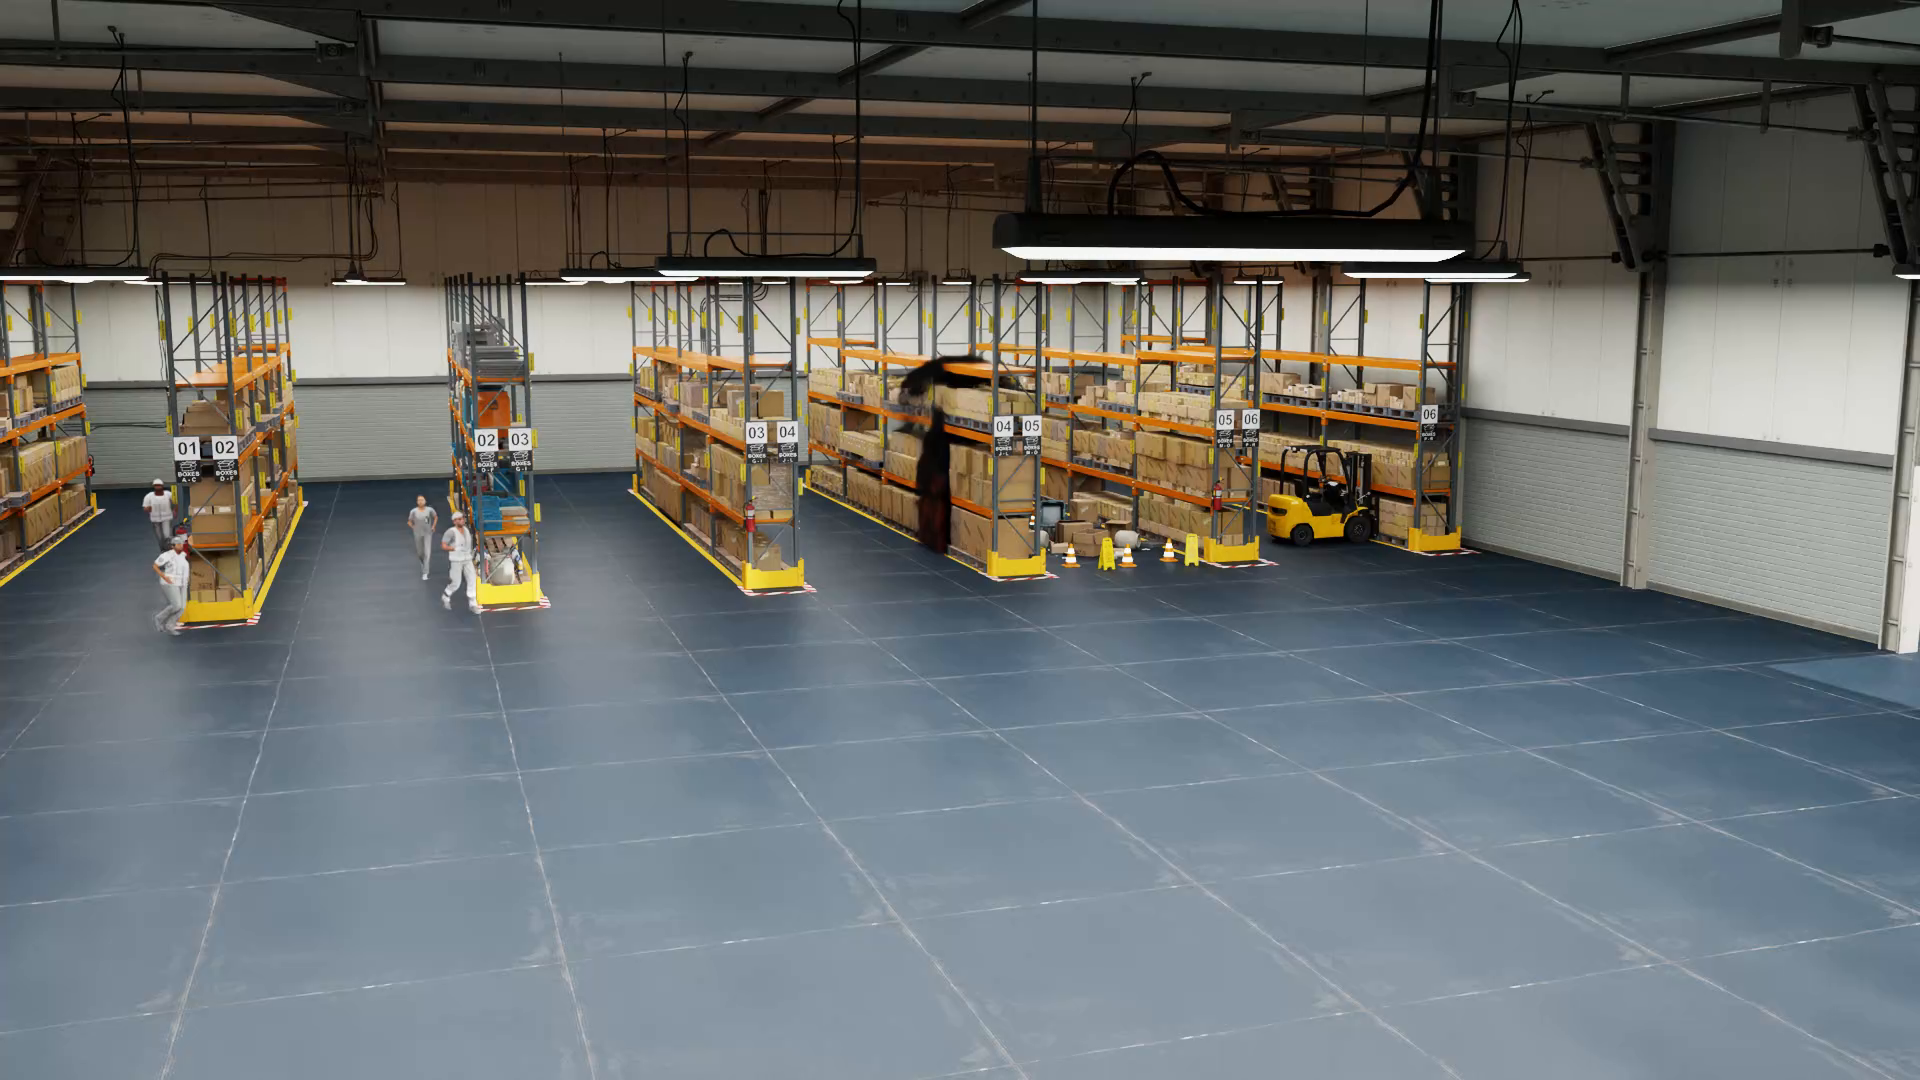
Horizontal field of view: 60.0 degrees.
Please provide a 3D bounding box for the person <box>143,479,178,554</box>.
[{"bbox_3d":[-16.700,-0.375,34.779,0.672,1.823,0.762,-3,9,-16],"label":"person"}]

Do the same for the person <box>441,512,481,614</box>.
[{"bbox_3d":[-8.859,0.400,29.444,0.882,1.808,0.662,6,11,36],"label":"person"}]

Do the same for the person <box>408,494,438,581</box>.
[{"bbox_3d":[-10.698,-0.081,33.155,0.568,1.672,0.916,-2,9,-14],"label":"person"}]

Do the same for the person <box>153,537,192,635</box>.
[{"bbox_3d":[-13.099,0.765,27.775,0.518,1.637,0.605,3,9,21],"label":"person"}]
